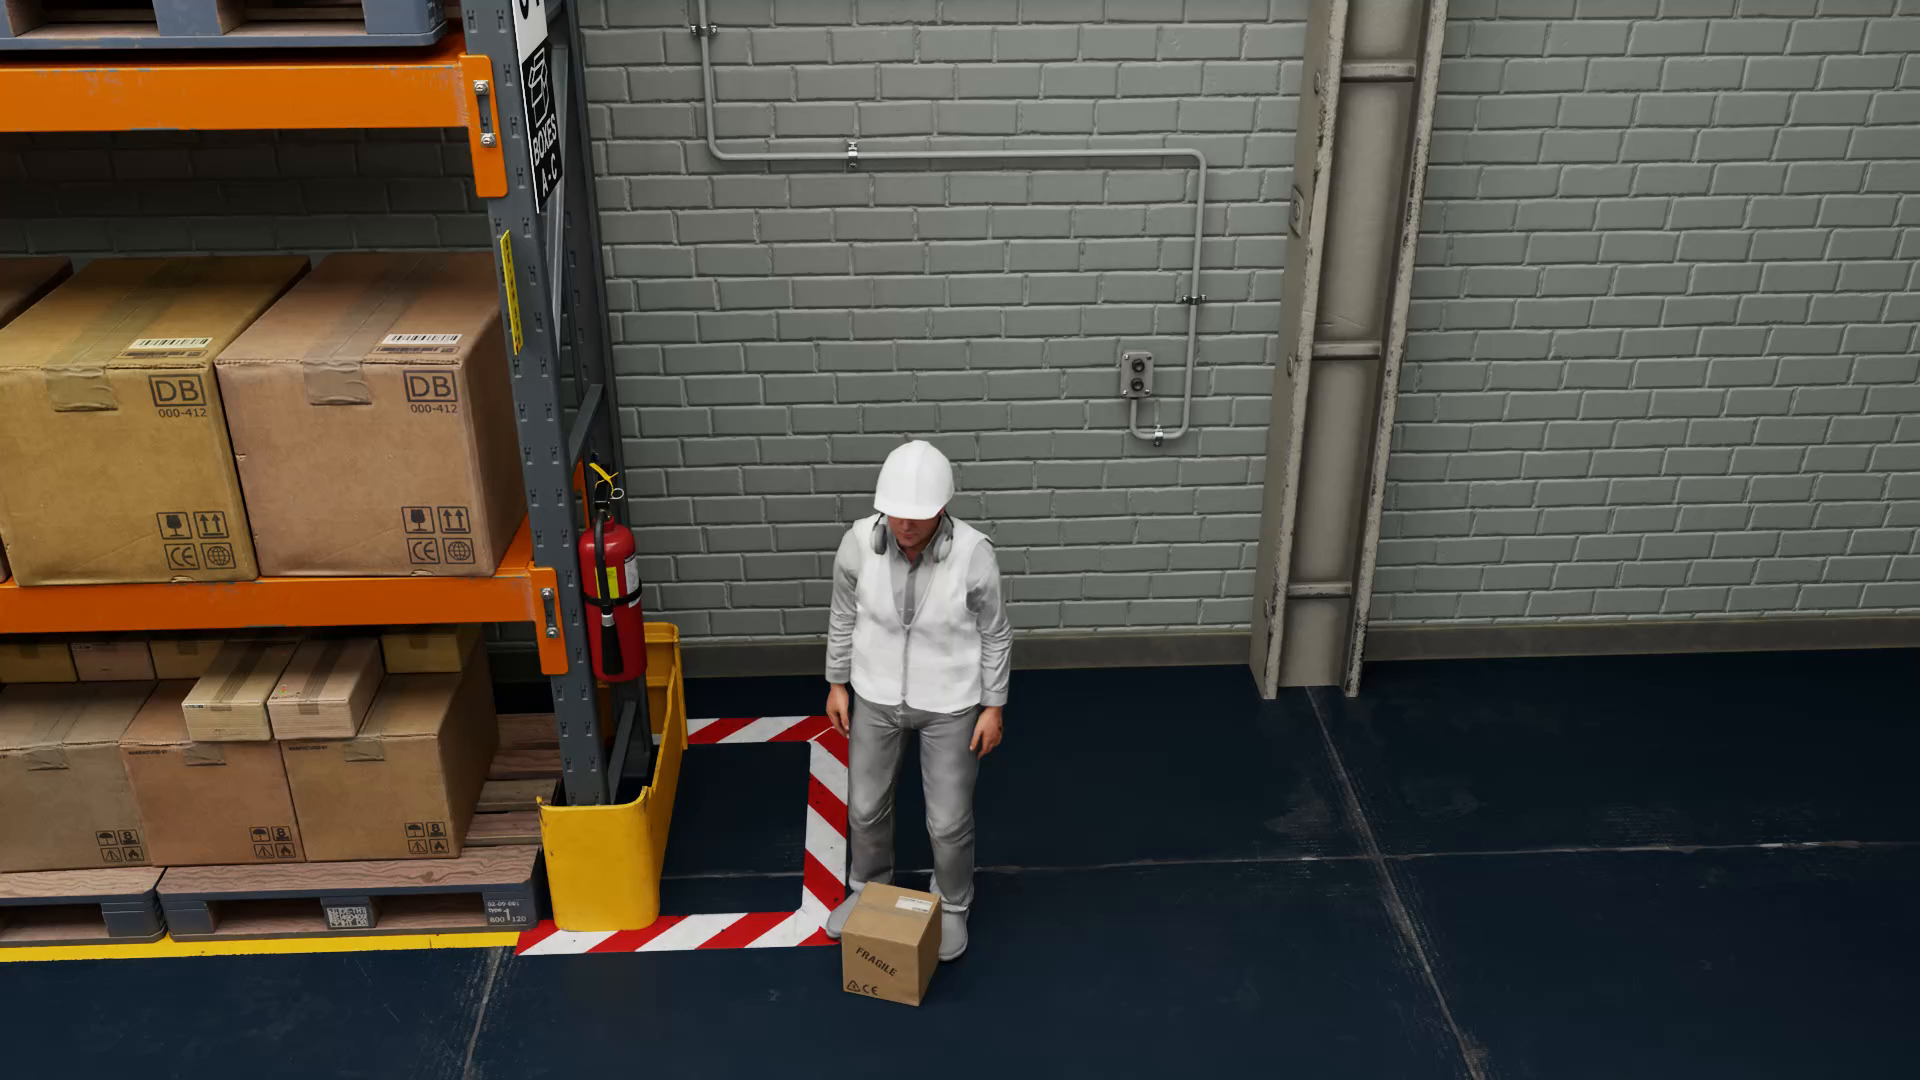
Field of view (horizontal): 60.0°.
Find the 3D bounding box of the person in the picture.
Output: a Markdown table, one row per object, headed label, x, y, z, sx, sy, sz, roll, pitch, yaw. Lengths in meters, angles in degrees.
| label | x | y | z | sx | sy | sz | roll | pitch | yaw |
| --- | --- | --- | --- | --- | --- | --- | --- | --- | --- |
| person | -0.135 | 0.488 | 5.149 | 0.583 | 1.770 | 0.463 | 7 | 28 | 13 |
